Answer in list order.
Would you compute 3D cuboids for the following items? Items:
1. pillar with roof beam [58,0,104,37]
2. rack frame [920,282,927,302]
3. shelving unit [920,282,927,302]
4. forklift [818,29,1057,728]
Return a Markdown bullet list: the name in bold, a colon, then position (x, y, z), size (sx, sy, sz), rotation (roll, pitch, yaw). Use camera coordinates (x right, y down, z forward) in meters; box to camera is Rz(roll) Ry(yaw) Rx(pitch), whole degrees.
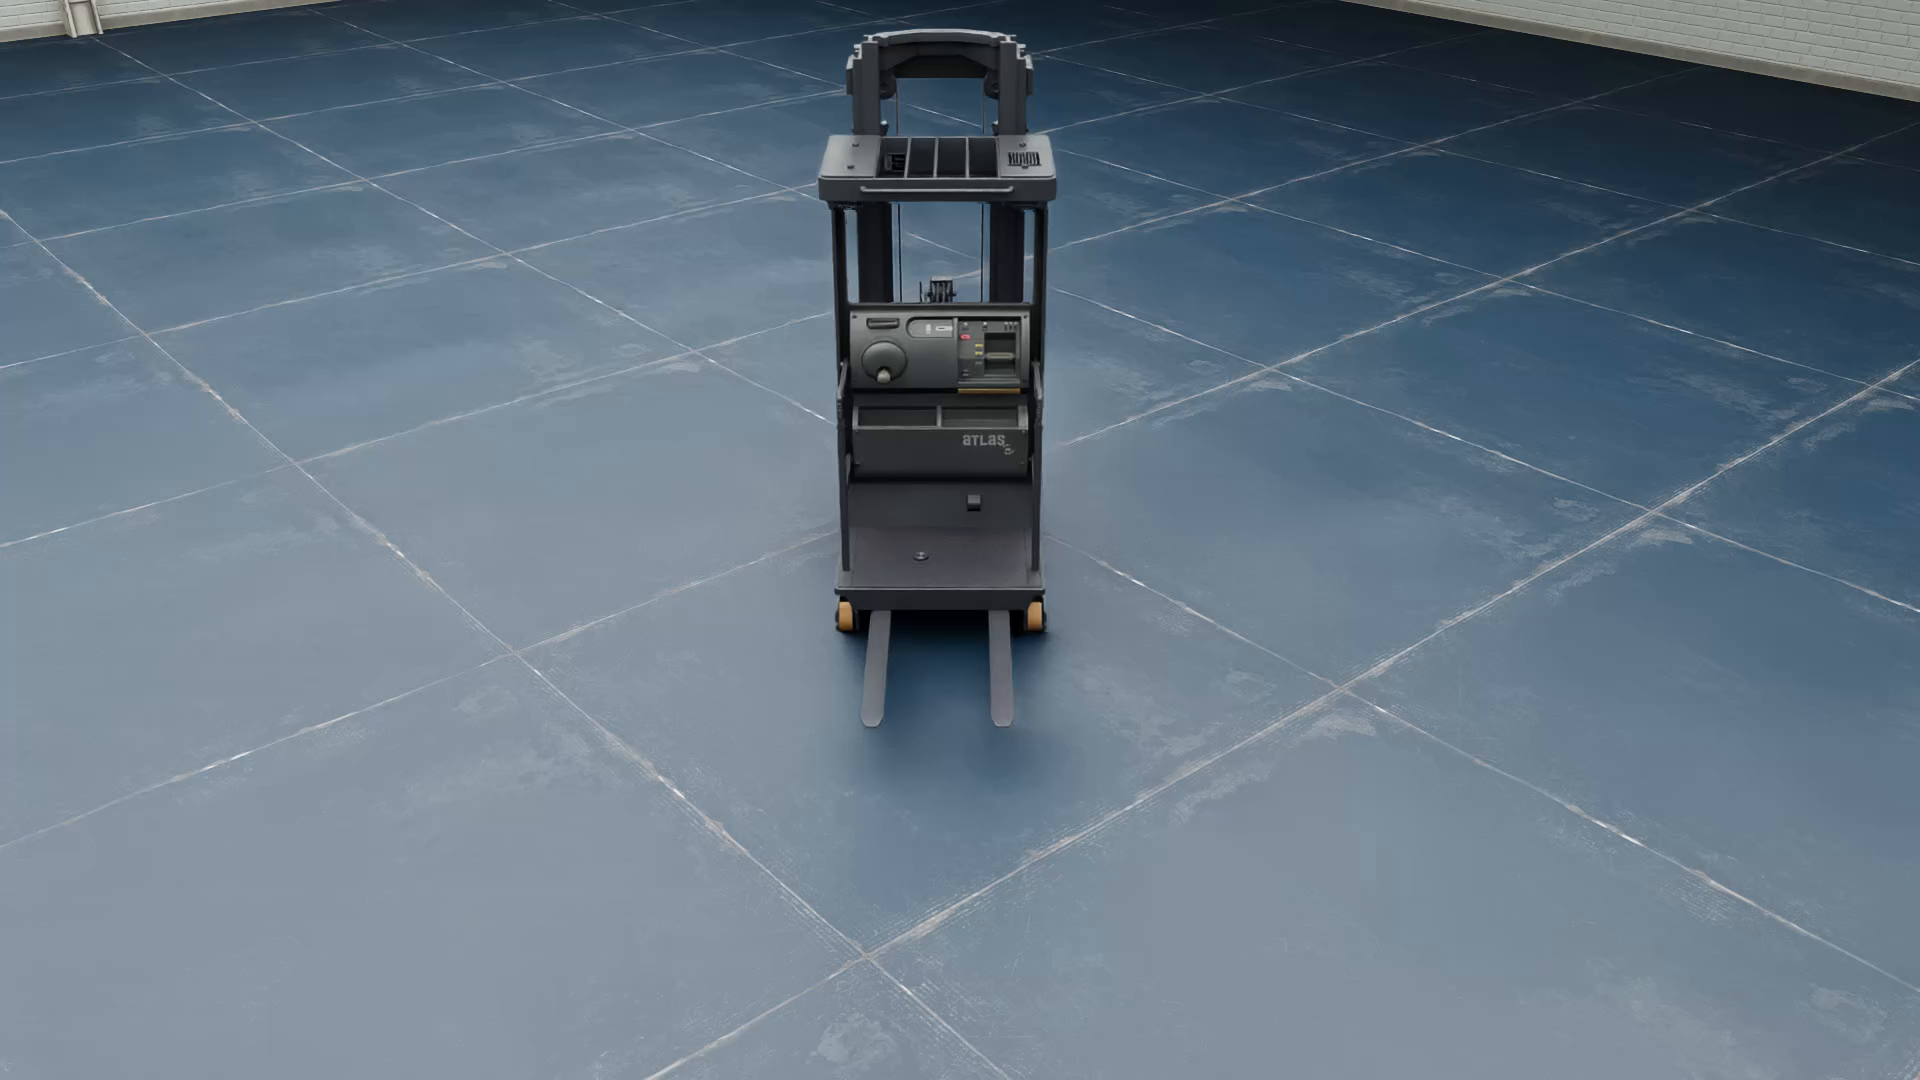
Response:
- **pillar with roof beam**: position (-9.131, -9.324, 17.649), size (0.400, 9.000, 9.100), rotation (-22, 35, -35)
- **rack frame**: position (-0.217, -0.988, 10.316), size (0.015, 1.200, 0.240), rotation (-4, 26, -8)
- **shelving unit**: position (-0.459, -0.970, 10.283), size (0.503, 1.200, 0.258), rotation (-4, 26, -8)
- **forklift**: position (-0.101, -0.949, 8.417), size (1.130, 2.935, 3.031), rotation (0, 28, 0)
